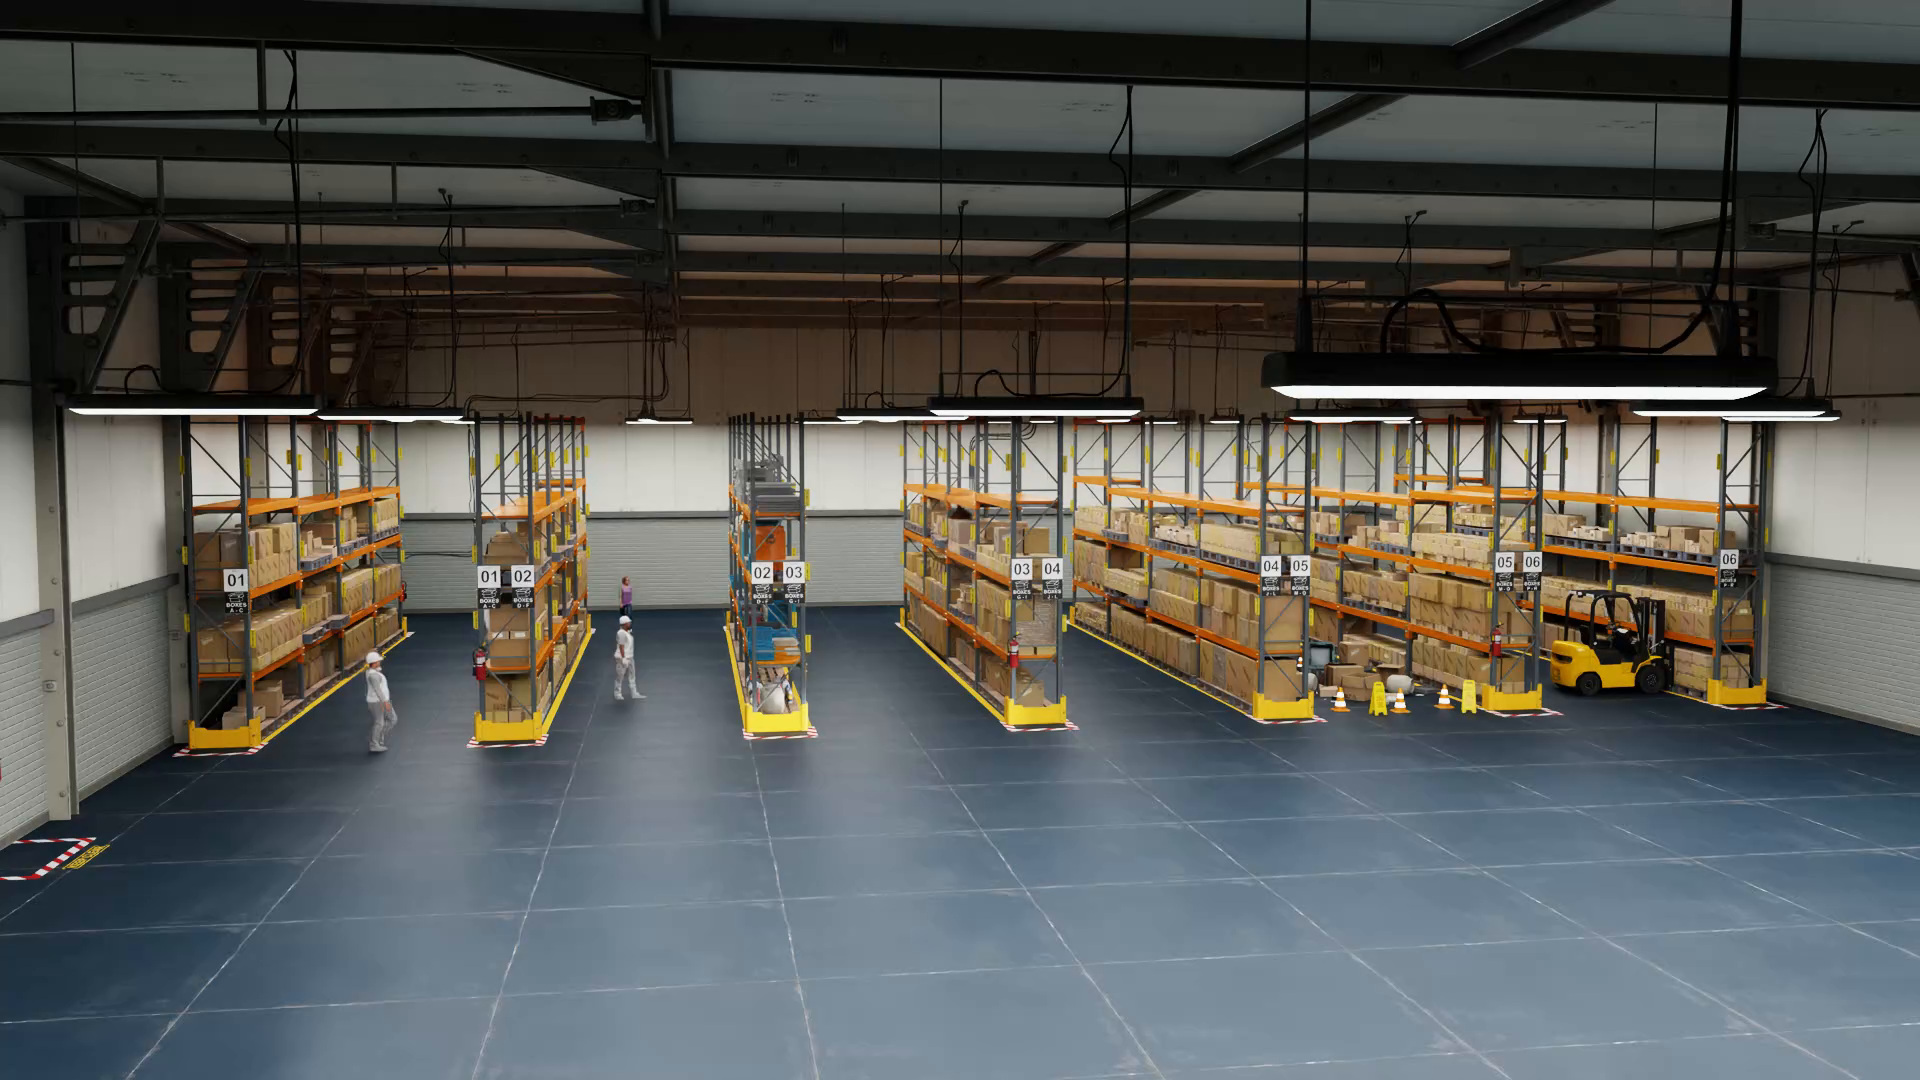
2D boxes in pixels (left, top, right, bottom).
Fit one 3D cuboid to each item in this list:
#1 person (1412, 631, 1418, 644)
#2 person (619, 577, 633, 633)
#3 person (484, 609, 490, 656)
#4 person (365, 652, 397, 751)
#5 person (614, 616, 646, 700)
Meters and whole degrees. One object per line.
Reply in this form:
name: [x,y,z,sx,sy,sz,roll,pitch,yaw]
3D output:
person: [11.396,1.984,41.978,0.540,1.776,0.641,2,4,30]
person: [-9.331,1.836,46.416,0.394,1.446,0.874,-1,4,-15]
person: [-11.652,2.079,41.279,0.428,1.663,0.554,-1,4,-15]
person: [-10.200,2.840,29.183,0.494,1.765,0.530,0,4,1]
person: [-6.963,2.472,34.804,0.603,1.780,0.624,1,4,17]
